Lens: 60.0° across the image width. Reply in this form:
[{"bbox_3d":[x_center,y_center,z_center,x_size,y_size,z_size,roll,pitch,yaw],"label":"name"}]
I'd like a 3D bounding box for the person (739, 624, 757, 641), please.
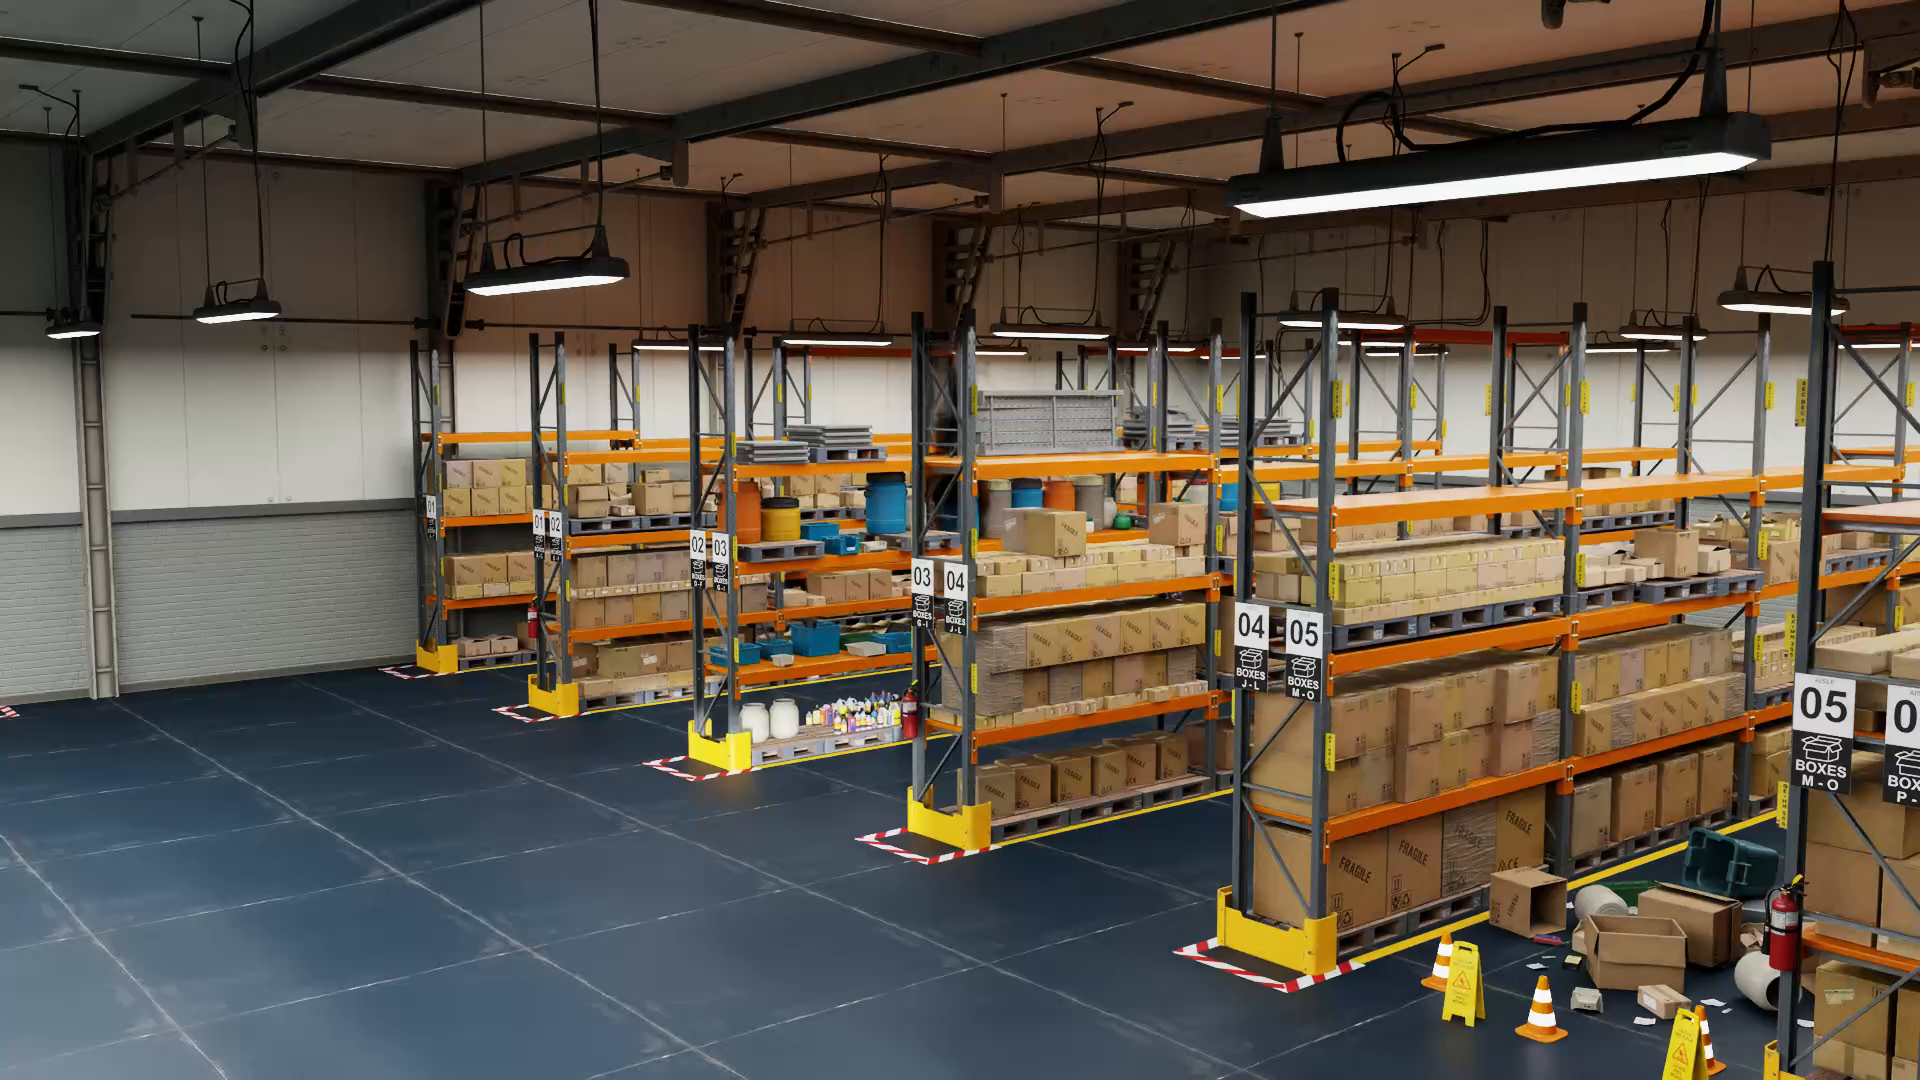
[{"bbox_3d":[-4.049,1.432,31.113,0.700,1.723,0.583,4,7,40],"label":"person"}]
